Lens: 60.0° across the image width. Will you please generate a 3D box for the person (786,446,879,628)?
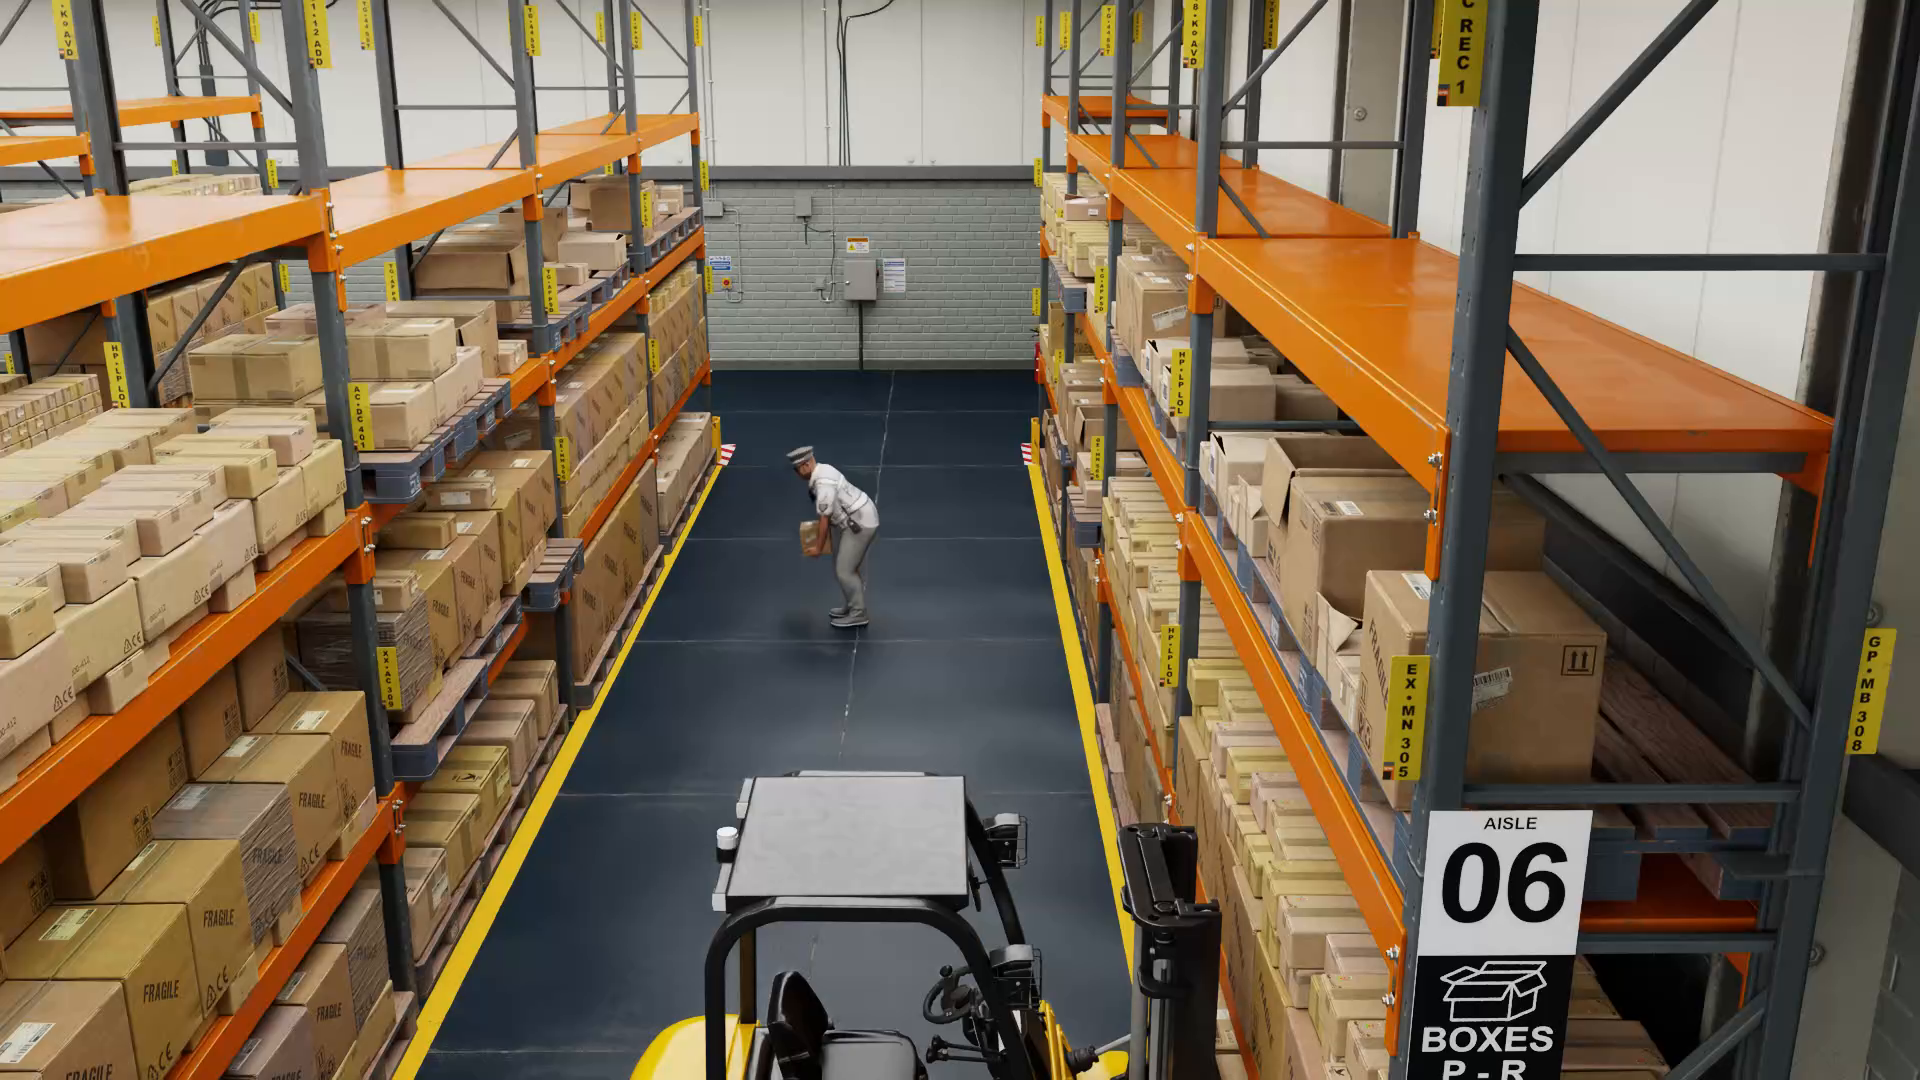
[{"bbox_3d":[-1.102,-0.043,14.541,0.793,1.591,0.467,-1,17,-2],"label":"person"}]
